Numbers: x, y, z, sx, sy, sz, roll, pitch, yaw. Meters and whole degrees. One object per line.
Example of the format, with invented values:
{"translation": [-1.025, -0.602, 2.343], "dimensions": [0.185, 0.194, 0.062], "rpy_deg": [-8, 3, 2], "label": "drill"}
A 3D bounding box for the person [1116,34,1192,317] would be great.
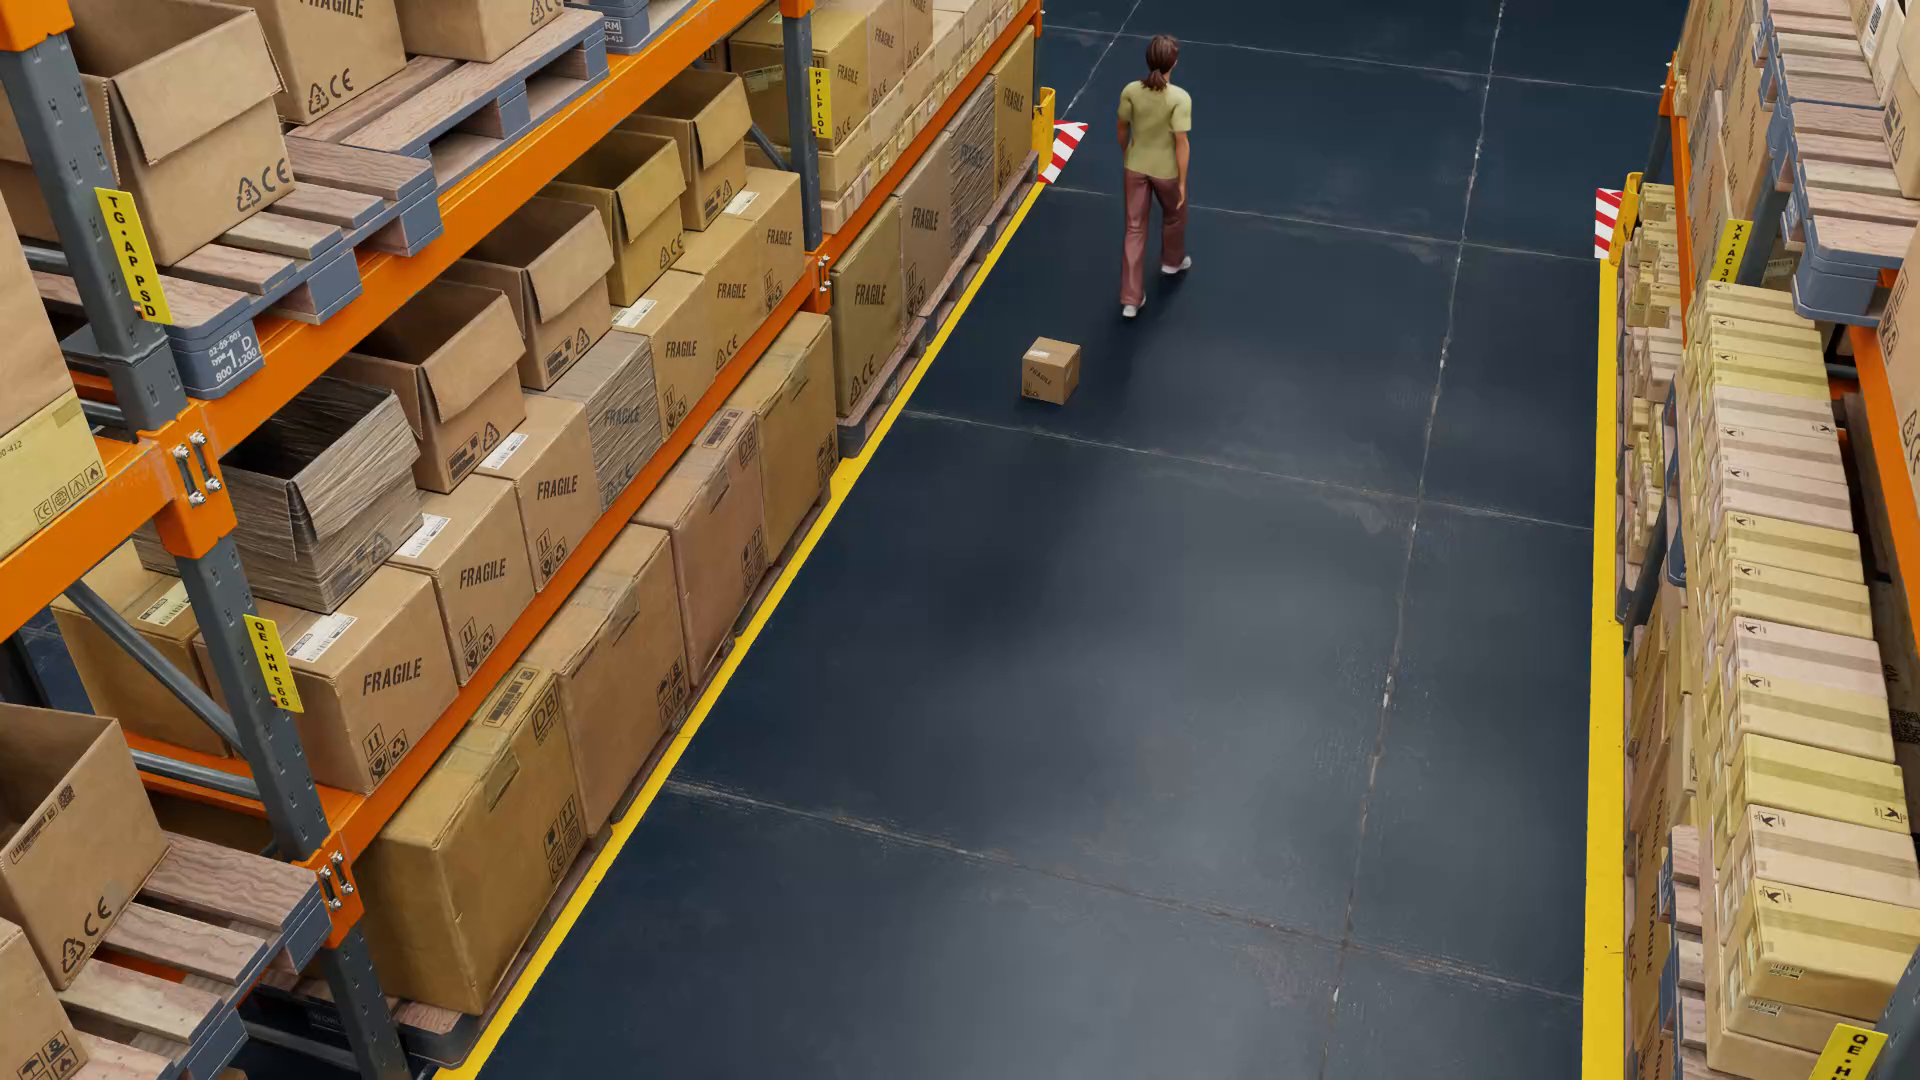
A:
{"translation": [1.155, -2.213, 9.789], "dimensions": [0.471, 1.639, 0.887], "rpy_deg": [12, 39, 16], "label": "person"}
